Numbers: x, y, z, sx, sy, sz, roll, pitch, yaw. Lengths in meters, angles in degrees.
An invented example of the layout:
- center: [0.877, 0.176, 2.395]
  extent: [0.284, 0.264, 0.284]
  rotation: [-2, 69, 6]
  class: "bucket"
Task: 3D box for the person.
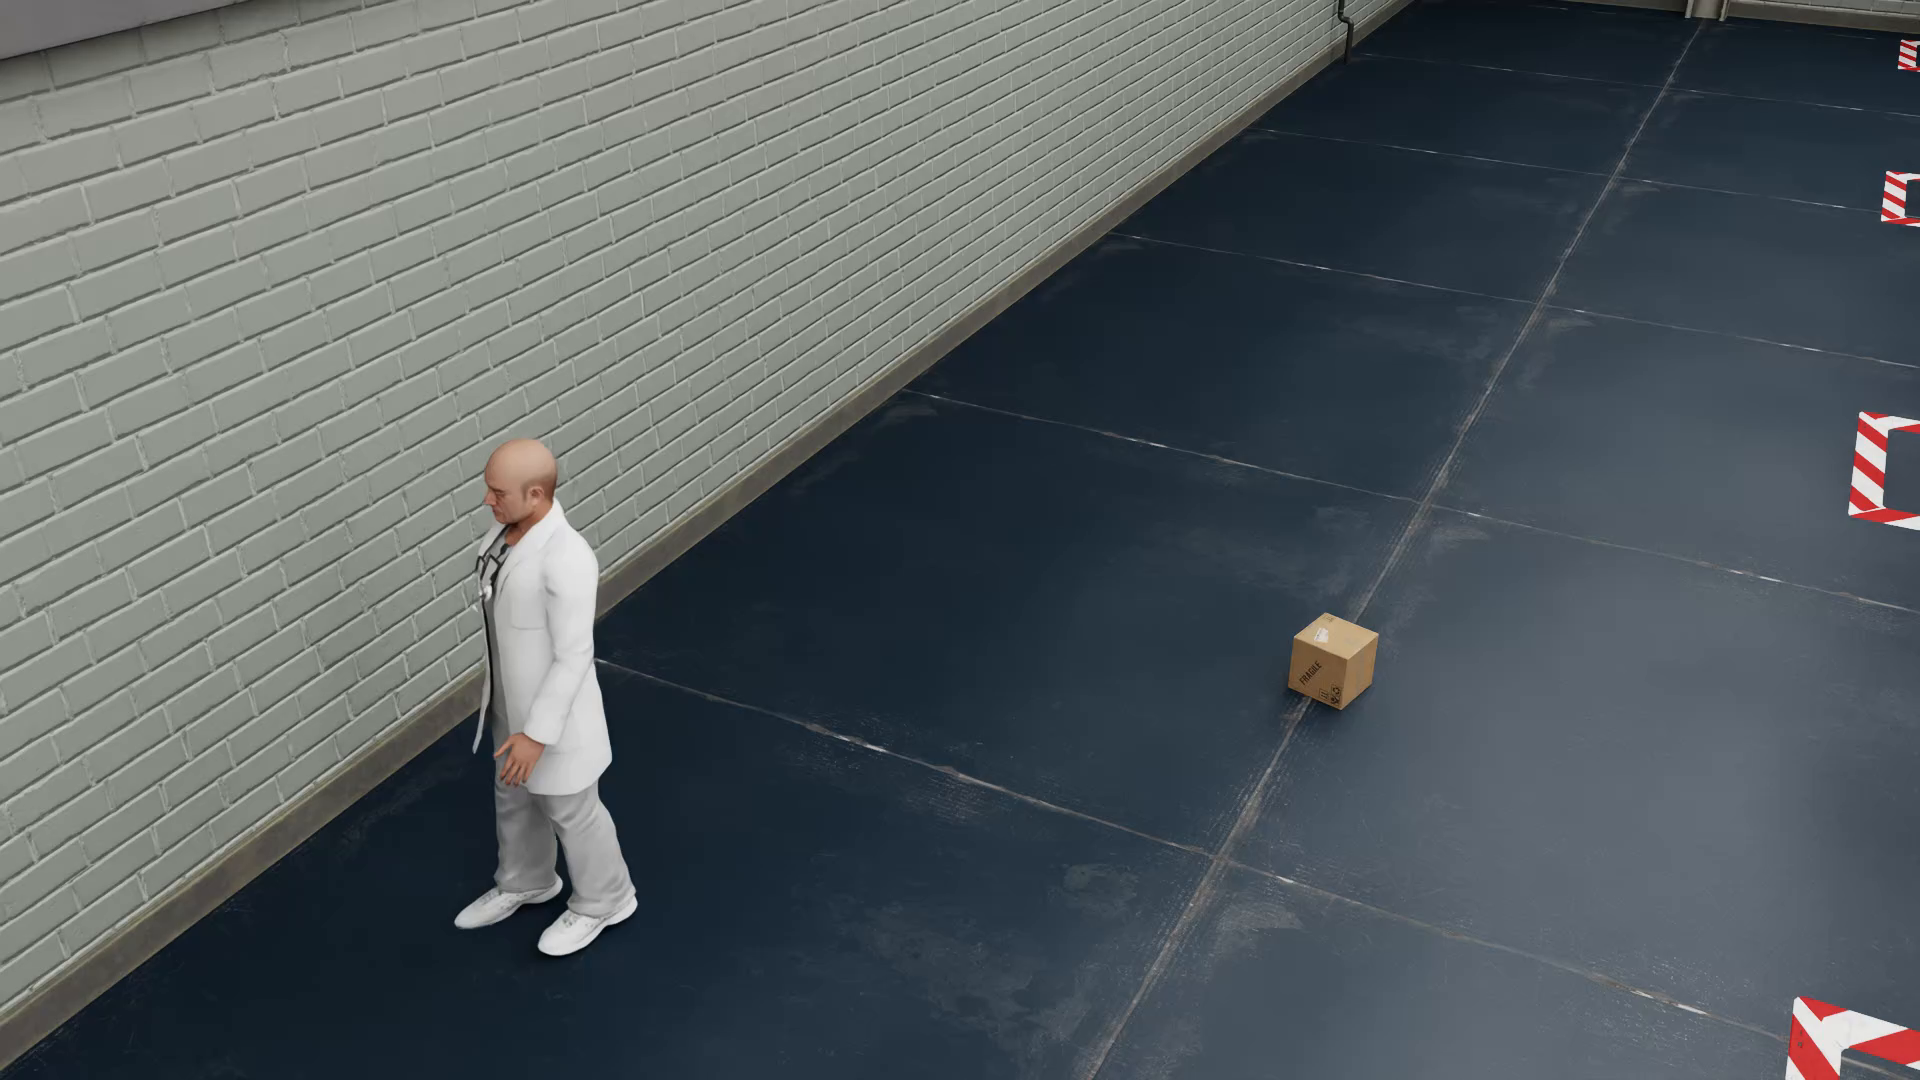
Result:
- center: [-1.377, 0.537, 5.198]
  extent: [0.536, 1.810, 0.624]
  rotation: [-20, 35, -32]
  class: "person"
